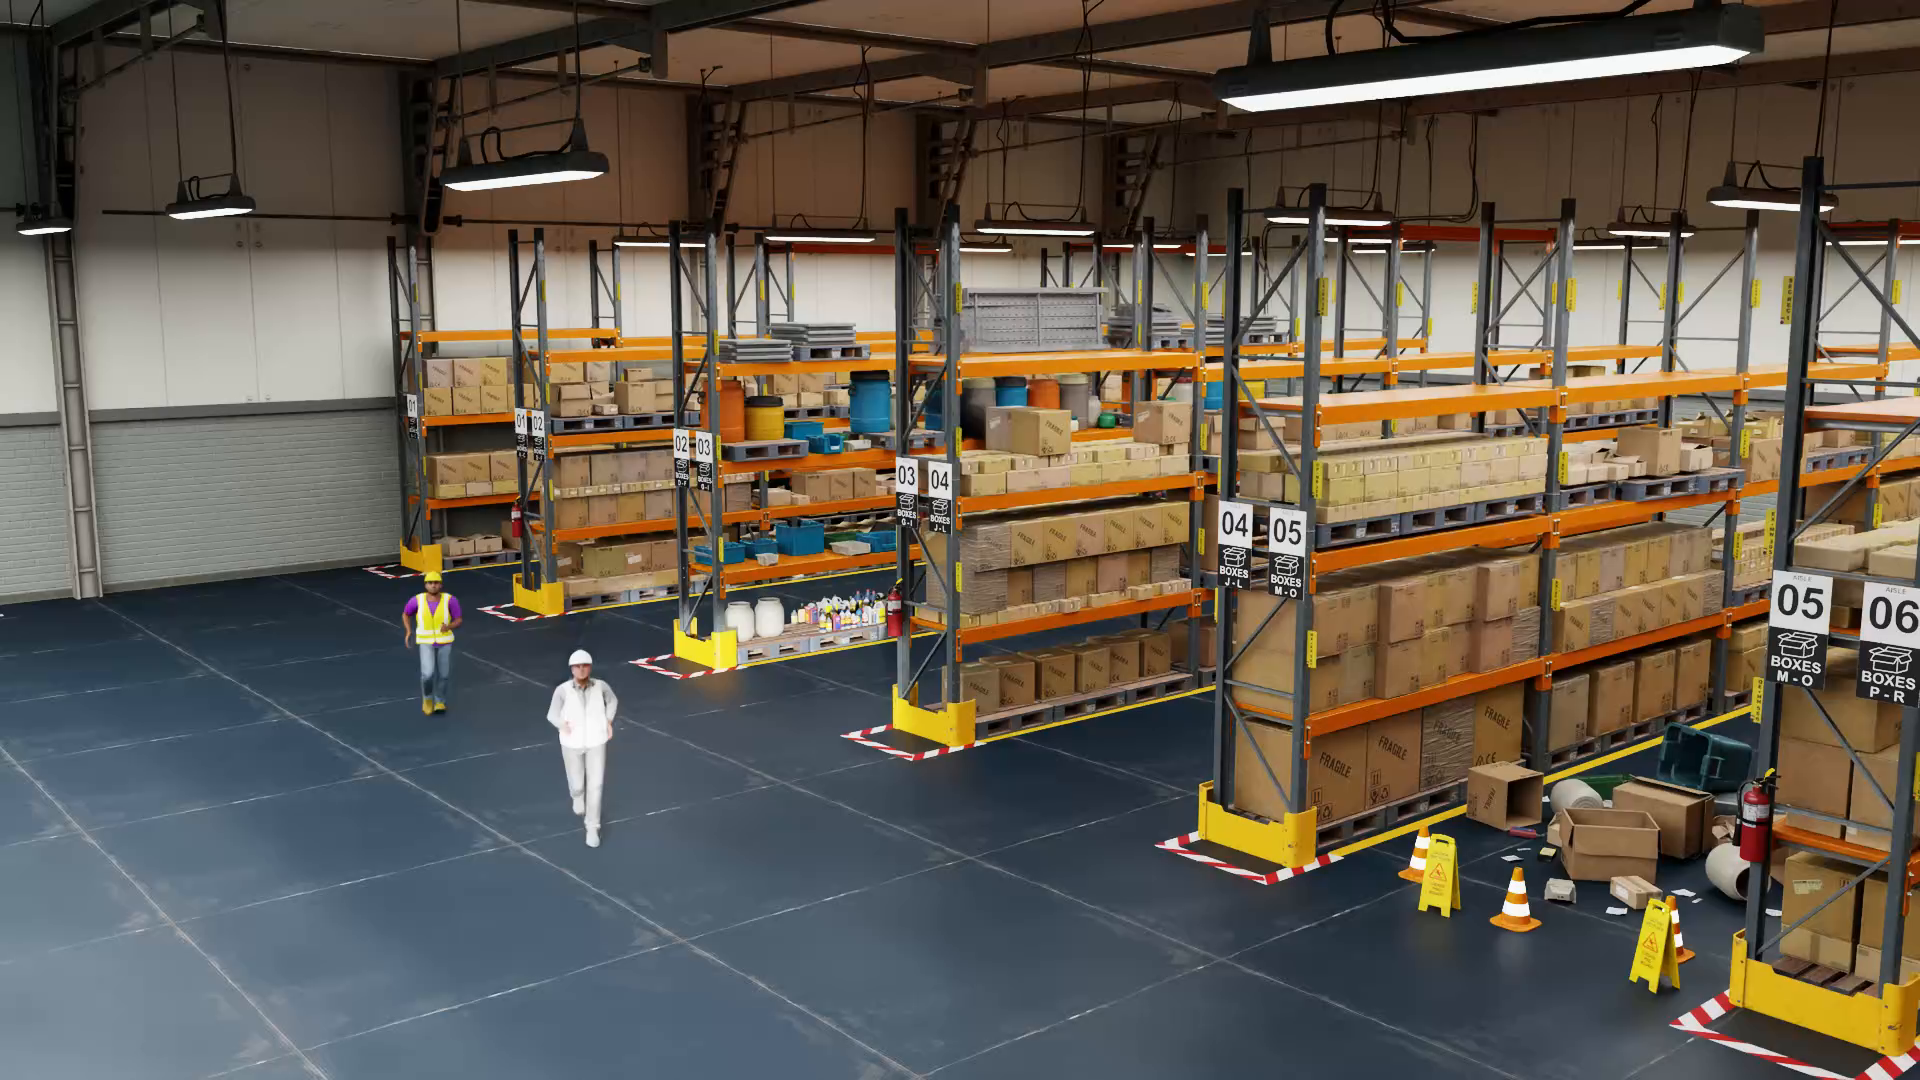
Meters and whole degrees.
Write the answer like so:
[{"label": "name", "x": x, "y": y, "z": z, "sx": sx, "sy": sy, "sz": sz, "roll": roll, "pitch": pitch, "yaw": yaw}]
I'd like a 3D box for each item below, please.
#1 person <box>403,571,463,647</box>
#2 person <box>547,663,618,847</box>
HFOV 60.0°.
[{"label": "person", "x": -6.296, "y": 0.827, "z": 19.859, "sx": 0.676, "sy": 0.899, "sz": 0.662, "roll": -3, "pitch": 9, "yaw": -21}, {"label": "person", "x": -3.526, "y": 1.929, "z": 15.621, "sx": 0.661, "sy": 1.717, "sz": 0.936, "roll": -2, "pitch": 9, "yaw": -16}]
